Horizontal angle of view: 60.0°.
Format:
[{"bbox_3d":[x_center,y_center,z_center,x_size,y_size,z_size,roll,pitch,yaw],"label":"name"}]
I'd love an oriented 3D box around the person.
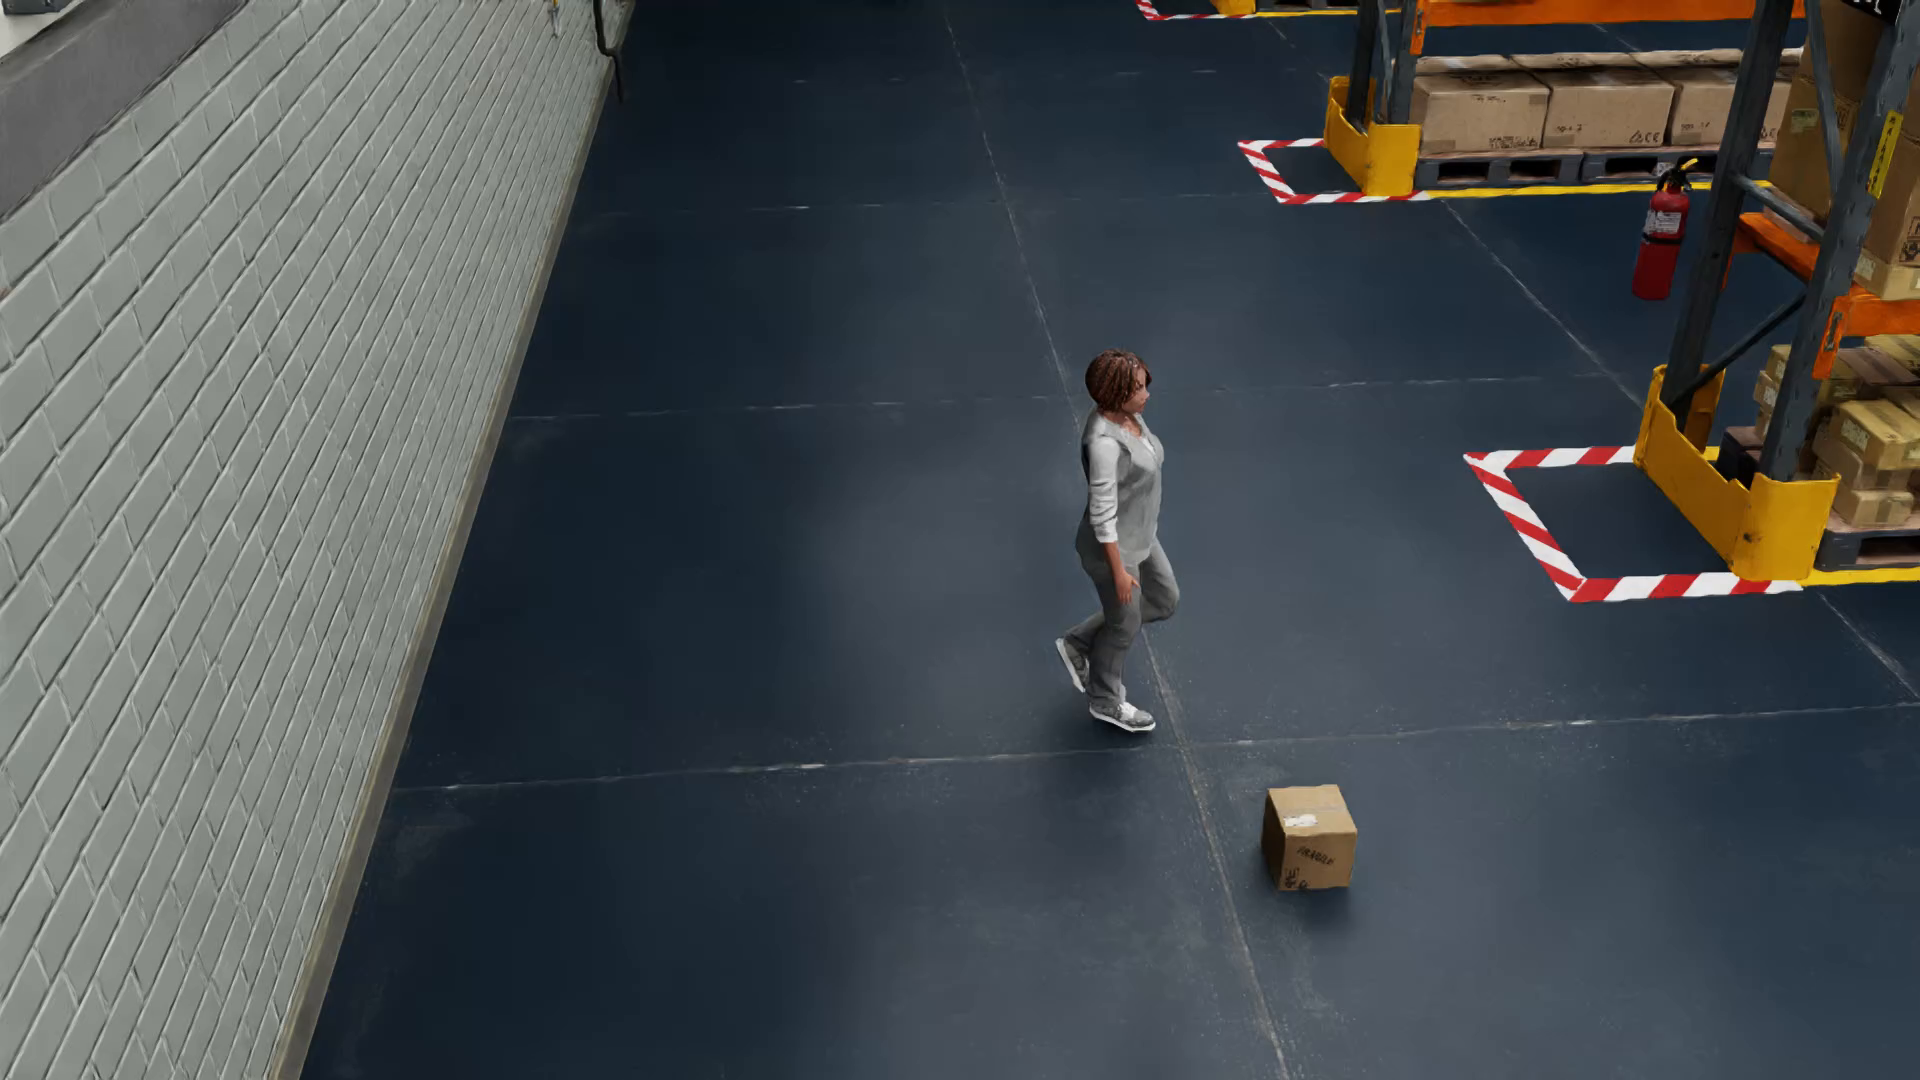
[{"bbox_3d":[0.572,0.032,6.074,0.453,1.582,0.449,8,32,13],"label":"person"}]
